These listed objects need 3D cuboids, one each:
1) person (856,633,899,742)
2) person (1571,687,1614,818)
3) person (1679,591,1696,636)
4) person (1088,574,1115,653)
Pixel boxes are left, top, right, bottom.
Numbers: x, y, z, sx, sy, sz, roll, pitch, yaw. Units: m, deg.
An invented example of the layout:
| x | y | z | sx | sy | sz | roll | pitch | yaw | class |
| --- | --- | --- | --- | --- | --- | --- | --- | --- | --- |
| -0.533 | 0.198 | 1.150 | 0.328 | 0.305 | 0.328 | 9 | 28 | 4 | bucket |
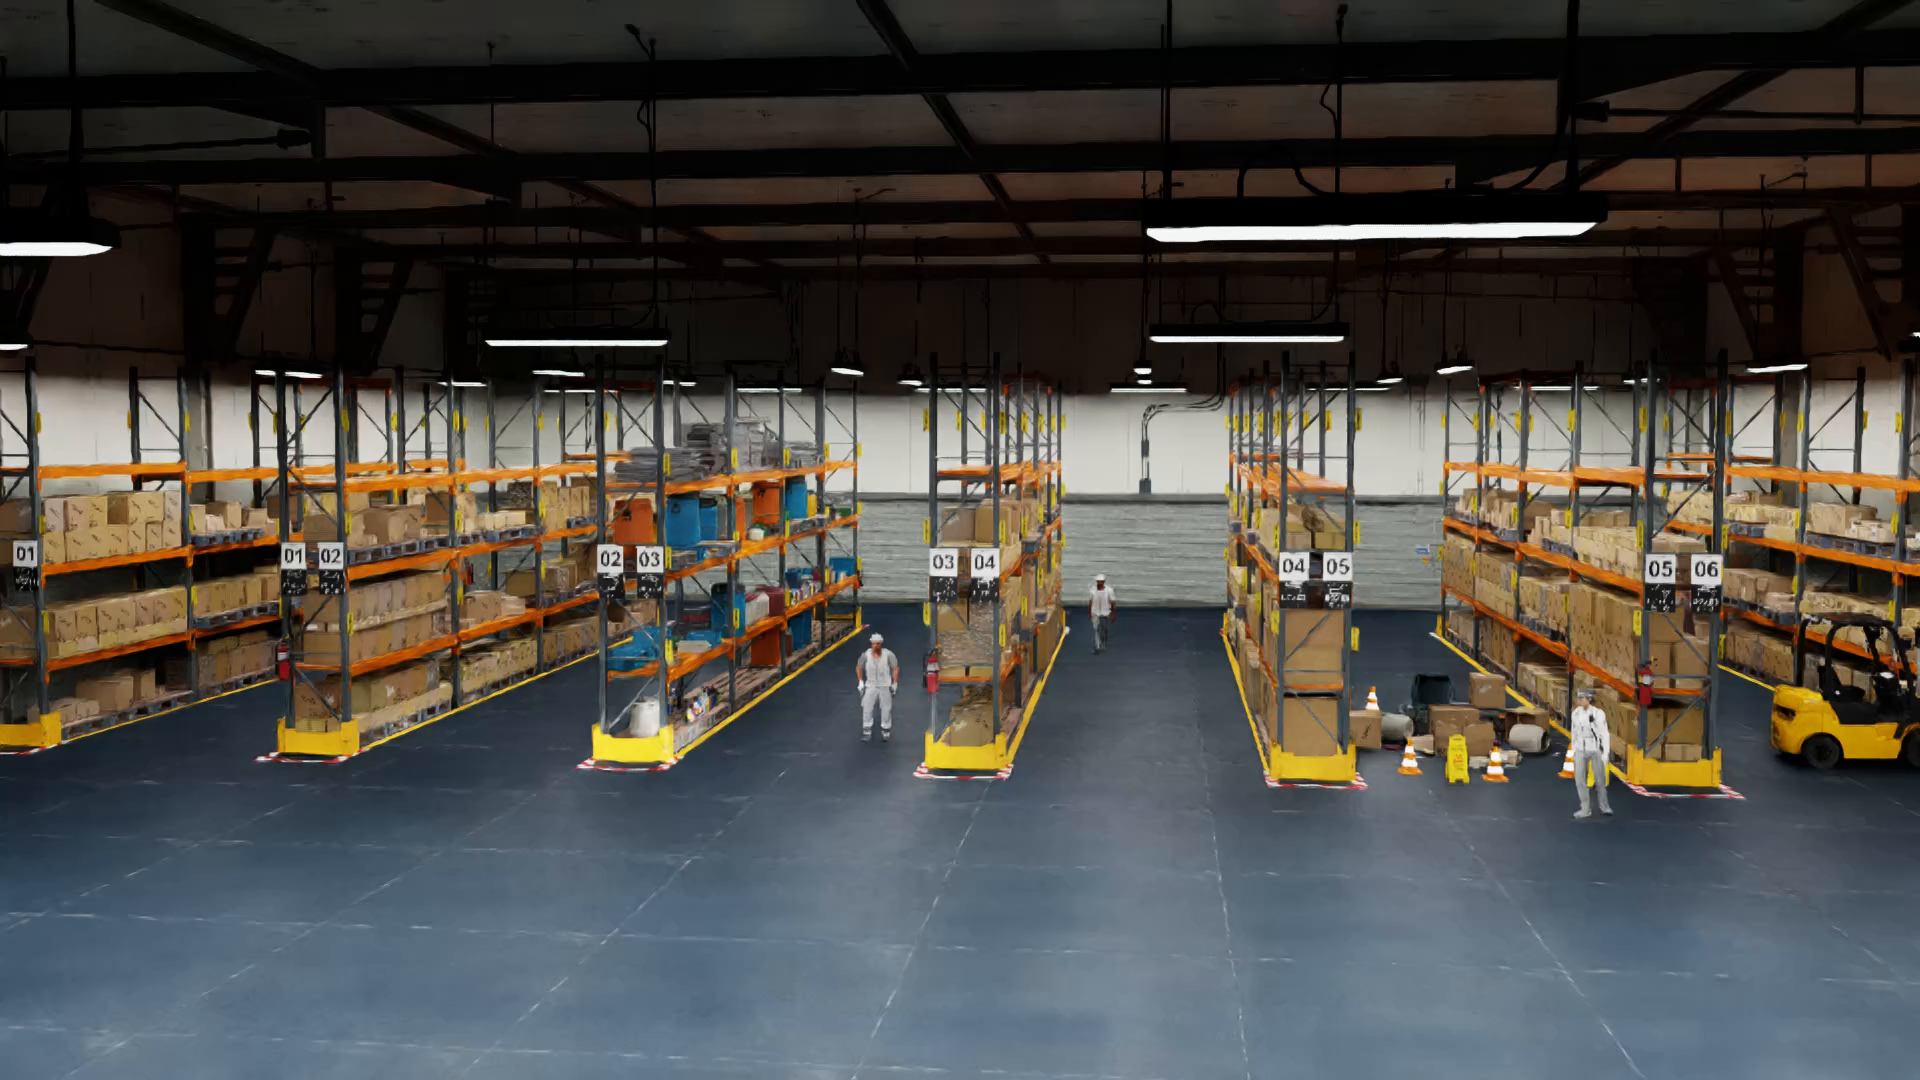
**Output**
| x | y | z | sx | sy | sz | roll | pitch | yaw | class |
| --- | --- | --- | --- | --- | --- | --- | --- | --- | --- |
| -1.290 | 2.304 | 25.975 | 0.677 | 1.742 | 0.552 | 0 | 4 | 5 | person |
| 8.044 | 2.683 | 21.169 | 0.517 | 1.660 | 0.547 | 4 | 6 | 44 | person |
| 14.170 | 1.793 | 32.583 | 0.642 | 1.771 | 0.691 | 2 | 5 | 28 | person |
| 3.085 | 1.587 | 36.203 | 0.589 | 1.716 | 1.043 | 0 | 4 | 5 | person |
